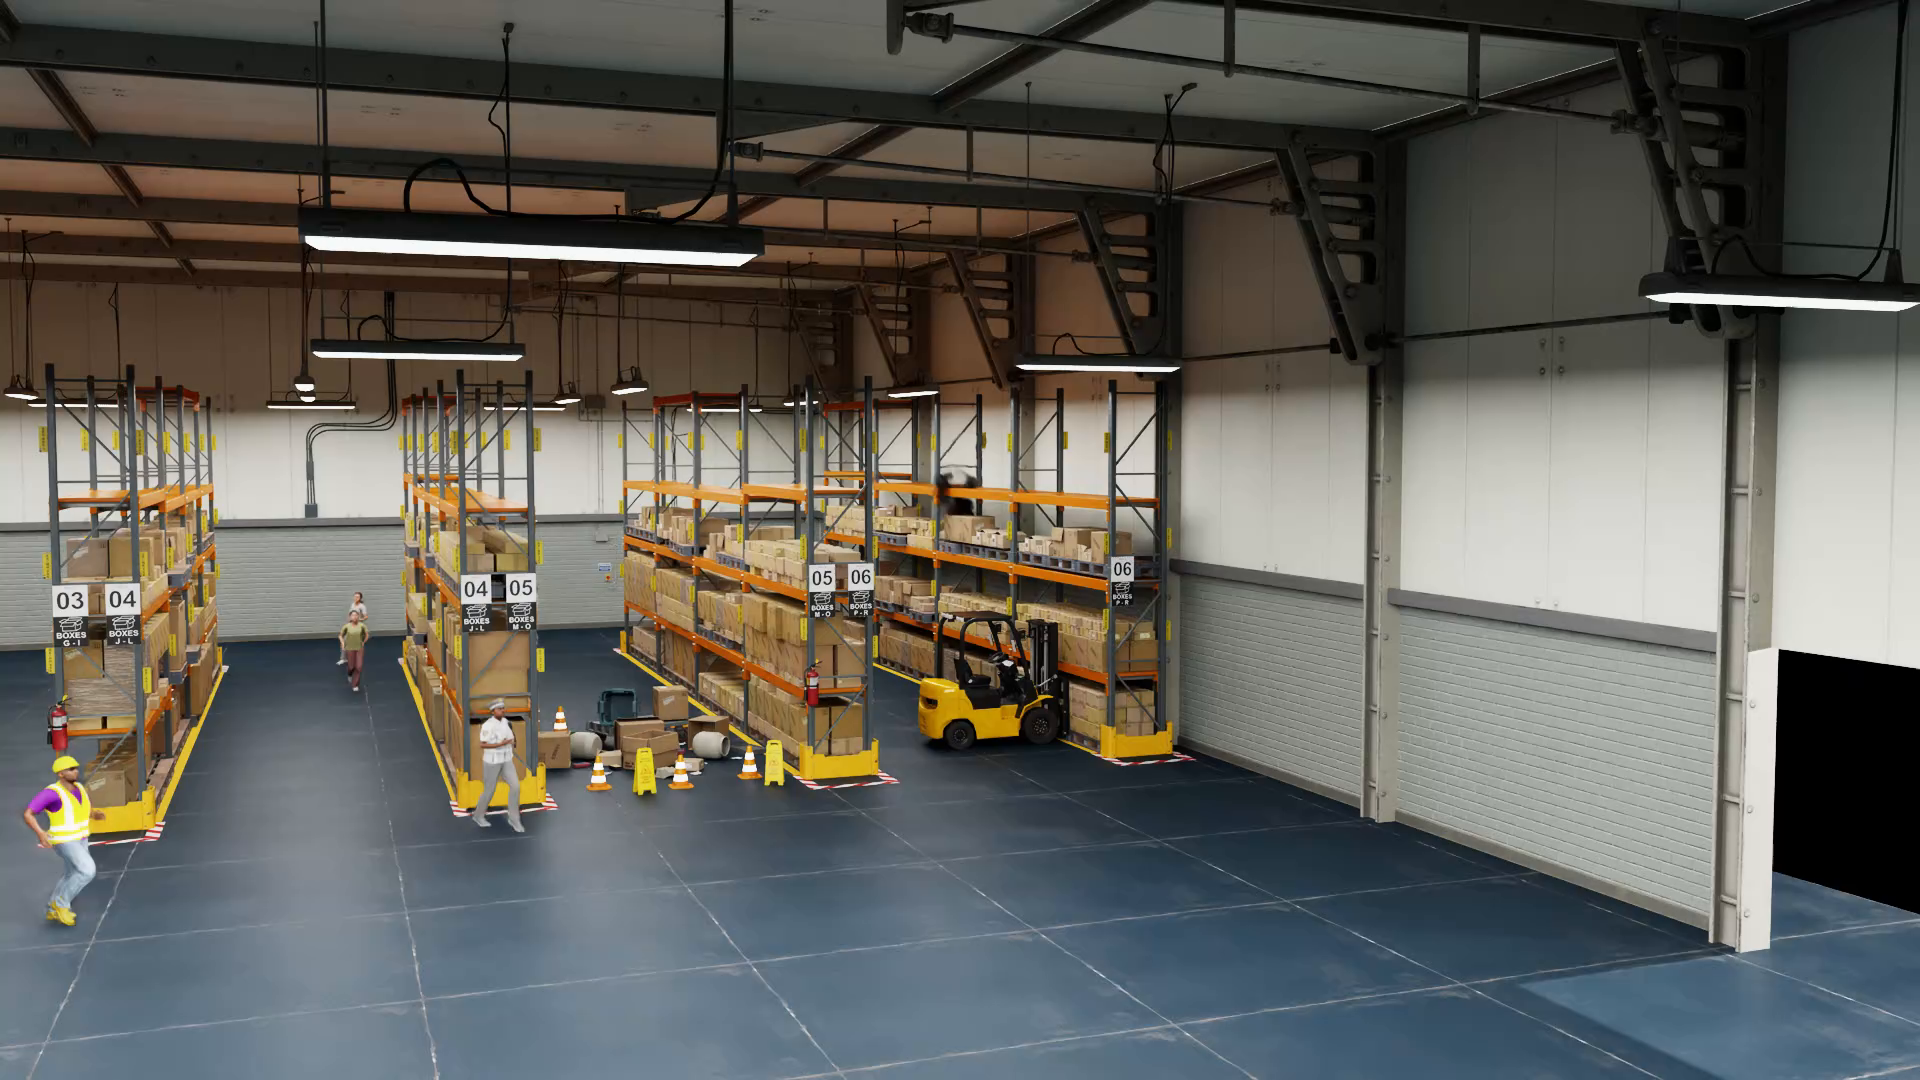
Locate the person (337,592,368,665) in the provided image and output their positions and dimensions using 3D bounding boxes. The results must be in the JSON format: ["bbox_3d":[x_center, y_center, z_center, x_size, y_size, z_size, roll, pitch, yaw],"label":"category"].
[{"bbox_3d":[-13.722,1.988,37.717,0.638,1.630,0.734,1,4,18],"label":"person"}]

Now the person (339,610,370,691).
[{"bbox_3d":[-12.247,2.229,33.657,0.583,1.626,0.562,-2,4,-26],"label":"person"}]

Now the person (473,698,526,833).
[{"bbox_3d":[-5.964,2.898,21.415,0.730,1.761,0.575,2,4,33],"label":"person"}]

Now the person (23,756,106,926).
[{"bbox_3d":[-9.199,3.111,17.233,0.673,1.739,0.676,0,3,4],"label":"person"}]
